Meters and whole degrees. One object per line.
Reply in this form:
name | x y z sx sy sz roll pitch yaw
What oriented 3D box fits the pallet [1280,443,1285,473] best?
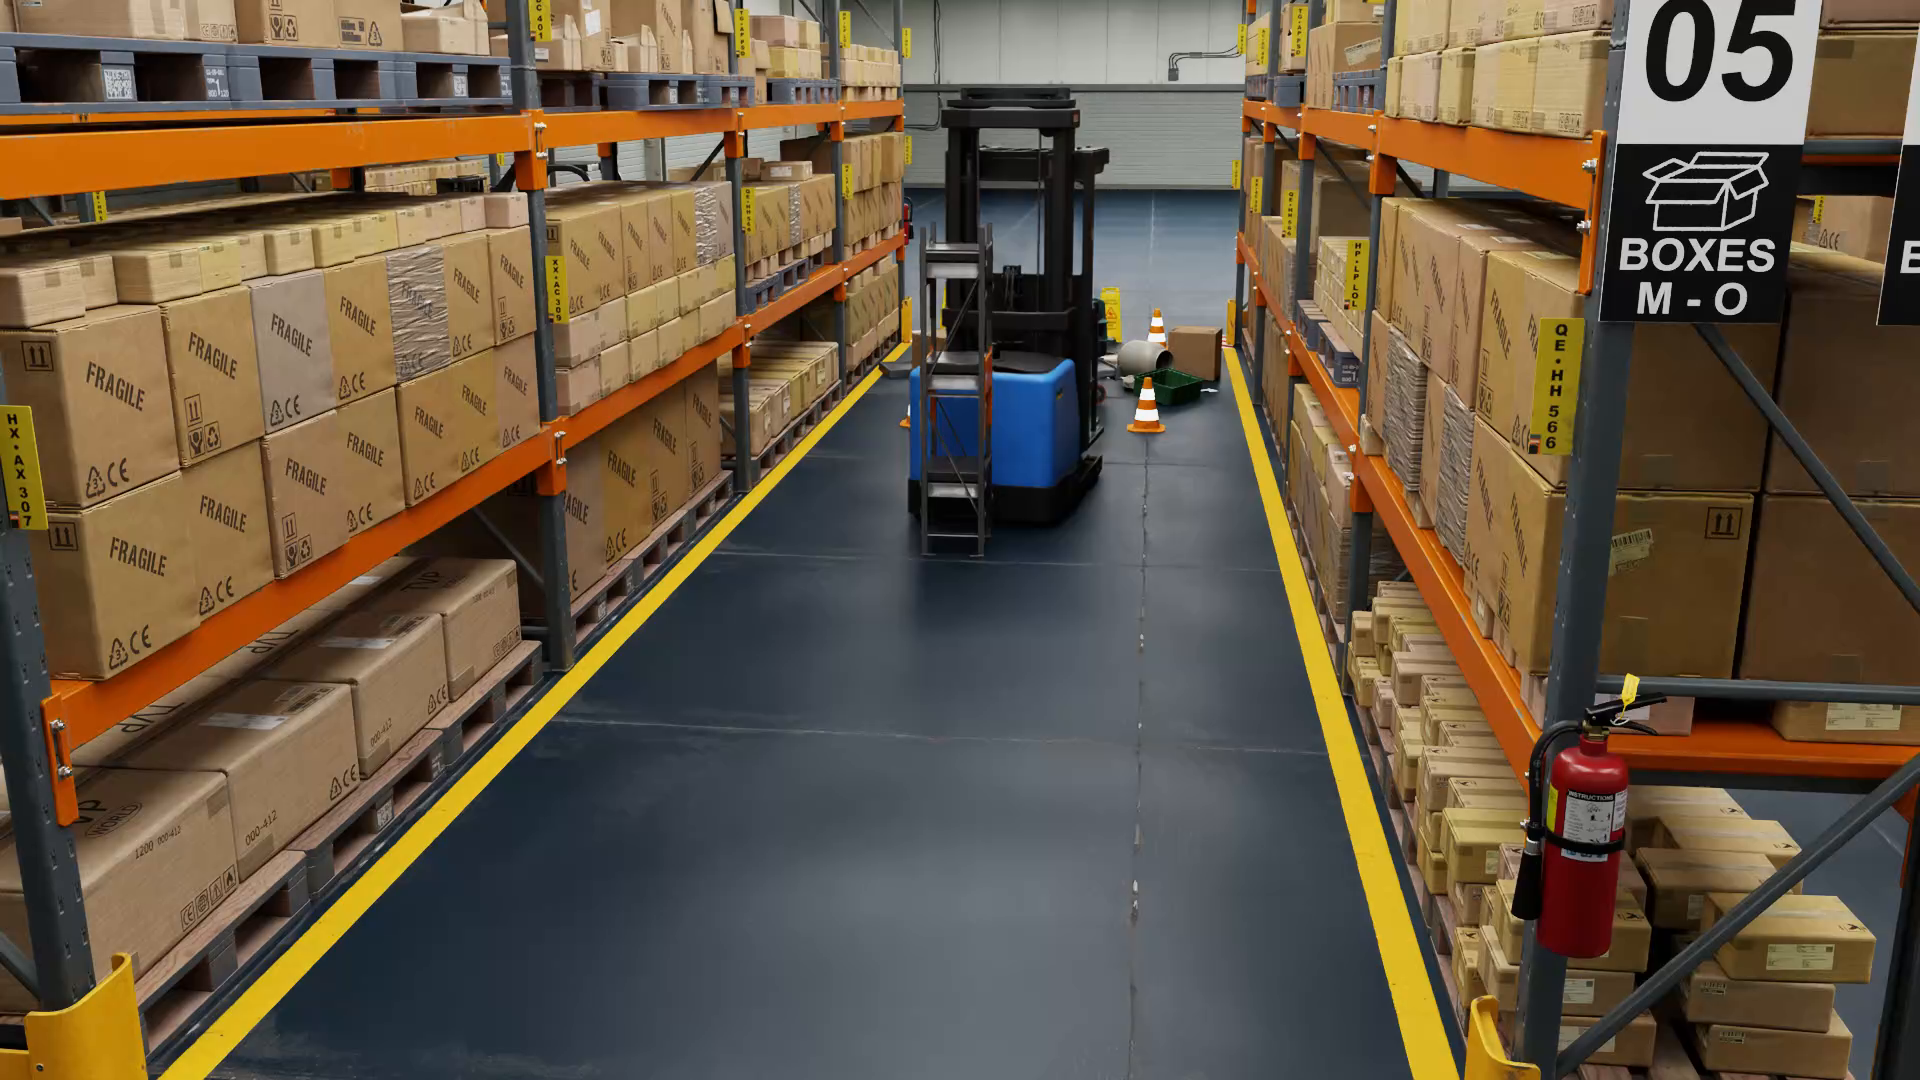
pallet | 3.023 -0.558 12.823 1.003 0.211 1.213 2 15 6

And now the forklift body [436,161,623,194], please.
forklift body | -4.502 -3.087 18.457 2.313 2.155 1.214 2 15 6

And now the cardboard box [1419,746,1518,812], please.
cardboard box | 1.820 0.843 5.815 0.380 0.149 0.250 2 15 8

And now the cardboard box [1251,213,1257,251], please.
cardboard box | 3.518 -3.329 17.438 0.875 0.550 0.500 2 15 6

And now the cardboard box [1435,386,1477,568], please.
cardboard box | 1.862 -0.209 5.426 0.500 0.500 0.500 2 15 6

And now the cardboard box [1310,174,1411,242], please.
cardboard box | 2.975 -2.481 12.482 0.700 0.500 0.500 1 15 5

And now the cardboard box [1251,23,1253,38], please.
cardboard box | 3.321 -5.466 17.840 0.380 0.149 0.250 2 15 7

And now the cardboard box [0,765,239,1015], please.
cardboard box | -2.998 1.113 5.404 0.875 0.438 0.875 1 15 4

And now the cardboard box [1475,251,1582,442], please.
cardboard box | 1.818 -0.559 4.807 0.500 0.500 0.500 1 15 4

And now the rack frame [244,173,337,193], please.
rack frame | -6.552 -3.005 16.527 1.000 3.000 0.127 2 15 6

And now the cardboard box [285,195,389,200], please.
cardboard box | -2.829 -1.487 7.566 0.380 0.149 0.250 2 15 7

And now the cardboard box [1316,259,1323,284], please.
cardboard box | 2.605 -1.808 11.209 0.380 0.149 0.250 2 15 9

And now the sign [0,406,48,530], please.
sign | -2.423 -0.185 4.291 0.100 0.325 0.005 2 15 6

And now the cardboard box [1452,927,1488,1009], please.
cardboard box | 1.737 1.334 5.140 0.380 0.149 0.250 2 15 8

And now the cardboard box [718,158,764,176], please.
cardboard box | -2.024 -3.455 15.386 0.380 0.149 0.250 2 15 6

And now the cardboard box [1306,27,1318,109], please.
cardboard box | 2.530 -3.058 10.788 0.500 0.500 0.500 2 15 6

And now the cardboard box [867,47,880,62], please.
cardboard box | -1.052 -5.113 17.533 0.380 0.149 0.250 2 15 8

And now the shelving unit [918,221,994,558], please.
shelving unit | -0.019 -0.971 10.729 0.431 2.100 0.503 2 15 6

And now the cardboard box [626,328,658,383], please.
cardboard box | -2.080 -1.085 9.716 0.500 0.250 0.500 2 15 6

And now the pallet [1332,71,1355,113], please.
pallet | 2.697 -2.448 9.083 1.213 0.211 1.003 2 15 6

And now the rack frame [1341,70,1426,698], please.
rack frame | 2.408 -0.665 7.874 1.000 3.000 0.127 2 15 6

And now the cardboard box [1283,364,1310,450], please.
cardboard box | 3.017 -0.974 12.524 1.050 0.750 0.750 1 15 5

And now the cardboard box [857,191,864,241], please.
cardboard box | -1.259 -3.288 16.814 0.500 0.500 0.500 2 15 6

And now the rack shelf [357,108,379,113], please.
rack shelf | -6.326 -4.624 18.148 1.077 0.370 4.000 2 15 6

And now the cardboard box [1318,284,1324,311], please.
cardboard box | 2.578 -1.604 11.025 0.380 0.149 0.250 2 15 9

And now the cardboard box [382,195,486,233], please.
cardboard box | -2.378 -1.474 7.517 0.380 0.149 0.250 2 15 8

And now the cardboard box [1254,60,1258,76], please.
cardboard box | 3.205 -4.817 16.969 0.380 0.149 0.250 2 15 6

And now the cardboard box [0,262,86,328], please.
cardboard box | -2.658 -0.675 4.562 0.380 0.149 0.250 2 15 7

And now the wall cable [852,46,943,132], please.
wall cable | -2.043 -13.791 50.873 3.097 2.526 0.112 2 15 6

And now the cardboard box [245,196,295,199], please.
cardboard box | -6.461 -3.141 15.599 0.380 0.149 0.250 2 15 6

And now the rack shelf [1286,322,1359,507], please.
rack shelf | 2.633 -0.836 9.887 1.077 0.370 4.000 2 15 6

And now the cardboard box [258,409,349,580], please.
cardboard box | -2.529 -0.175 5.870 0.500 0.500 0.500 2 15 6

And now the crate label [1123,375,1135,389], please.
crate label | 1.794 -1.579 16.737 0.298 0.136 0.250 -10 18 -32

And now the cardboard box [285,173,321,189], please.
cardboard box | -6.746 -3.665 16.966 0.380 0.149 0.250 1 15 5

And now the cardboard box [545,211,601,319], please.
cardboard box | -2.187 -1.421 8.564 0.500 0.500 0.500 2 15 7

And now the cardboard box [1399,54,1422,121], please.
cardboard box | 2.046 -1.798 6.606 0.500 0.250 0.500 1 15 5

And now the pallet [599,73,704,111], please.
pallet | -2.214 -2.720 10.090 1.003 0.211 1.213 2 15 9

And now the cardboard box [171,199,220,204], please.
cardboard box | -6.978 -3.018 15.141 0.380 0.149 0.250 2 15 6

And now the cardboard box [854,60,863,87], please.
cardboard box | -1.249 -4.619 16.467 0.500 0.250 0.500 2 15 6

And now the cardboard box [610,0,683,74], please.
cardboard box | -1.981 -3.055 9.972 0.500 0.500 0.500 2 15 7

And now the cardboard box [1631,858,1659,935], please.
cardboard box | 2.297 1.139 5.292 0.380 0.149 0.250 2 15 7

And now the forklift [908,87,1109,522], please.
forklift | 0.493 -1.878 12.492 1.130 2.935 3.031 4 16 14

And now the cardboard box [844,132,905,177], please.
cardboard box | -1.009 -4.432 19.131 0.700 0.500 0.500 1 15 5

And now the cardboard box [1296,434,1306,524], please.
cardboard box | 2.473 -0.392 10.849 0.500 0.500 0.500 2 15 7

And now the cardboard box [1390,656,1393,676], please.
cardboard box | 2.118 0.582 7.350 0.380 0.149 0.250 2 15 6

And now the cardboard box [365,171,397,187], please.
cardboard box | -6.130 -3.784 17.406 0.380 0.149 0.250 2 15 8

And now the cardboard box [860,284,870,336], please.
cardboard box | -1.236 -2.381 17.248 0.500 0.500 0.500 2 15 9

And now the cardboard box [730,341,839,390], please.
cardboard box | -1.676 -1.657 15.775 0.950 0.372 0.625 2 15 7

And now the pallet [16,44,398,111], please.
pallet | -2.765 -1.662 5.986 1.003 0.211 1.213 2 15 6

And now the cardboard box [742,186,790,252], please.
cardboard box | -1.685 -2.600 13.464 0.500 0.500 0.500 2 15 7

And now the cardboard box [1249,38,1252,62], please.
cardboard box | 3.396 -5.298 17.984 0.500 0.250 0.500 2 15 6

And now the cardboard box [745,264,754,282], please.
cardboard box | -1.784 -2.055 12.690 0.380 0.149 0.250 1 15 3

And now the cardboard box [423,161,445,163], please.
cardboard box | -6.351 -4.466 19.928 0.380 0.149 0.250 1 15 5

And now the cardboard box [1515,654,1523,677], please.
cardboard box | 1.778 0.338 4.649 0.380 0.149 0.250 2 15 6

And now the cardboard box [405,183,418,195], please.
cardboard box | -6.081 -3.772 17.931 0.380 0.149 0.250 1 15 4
